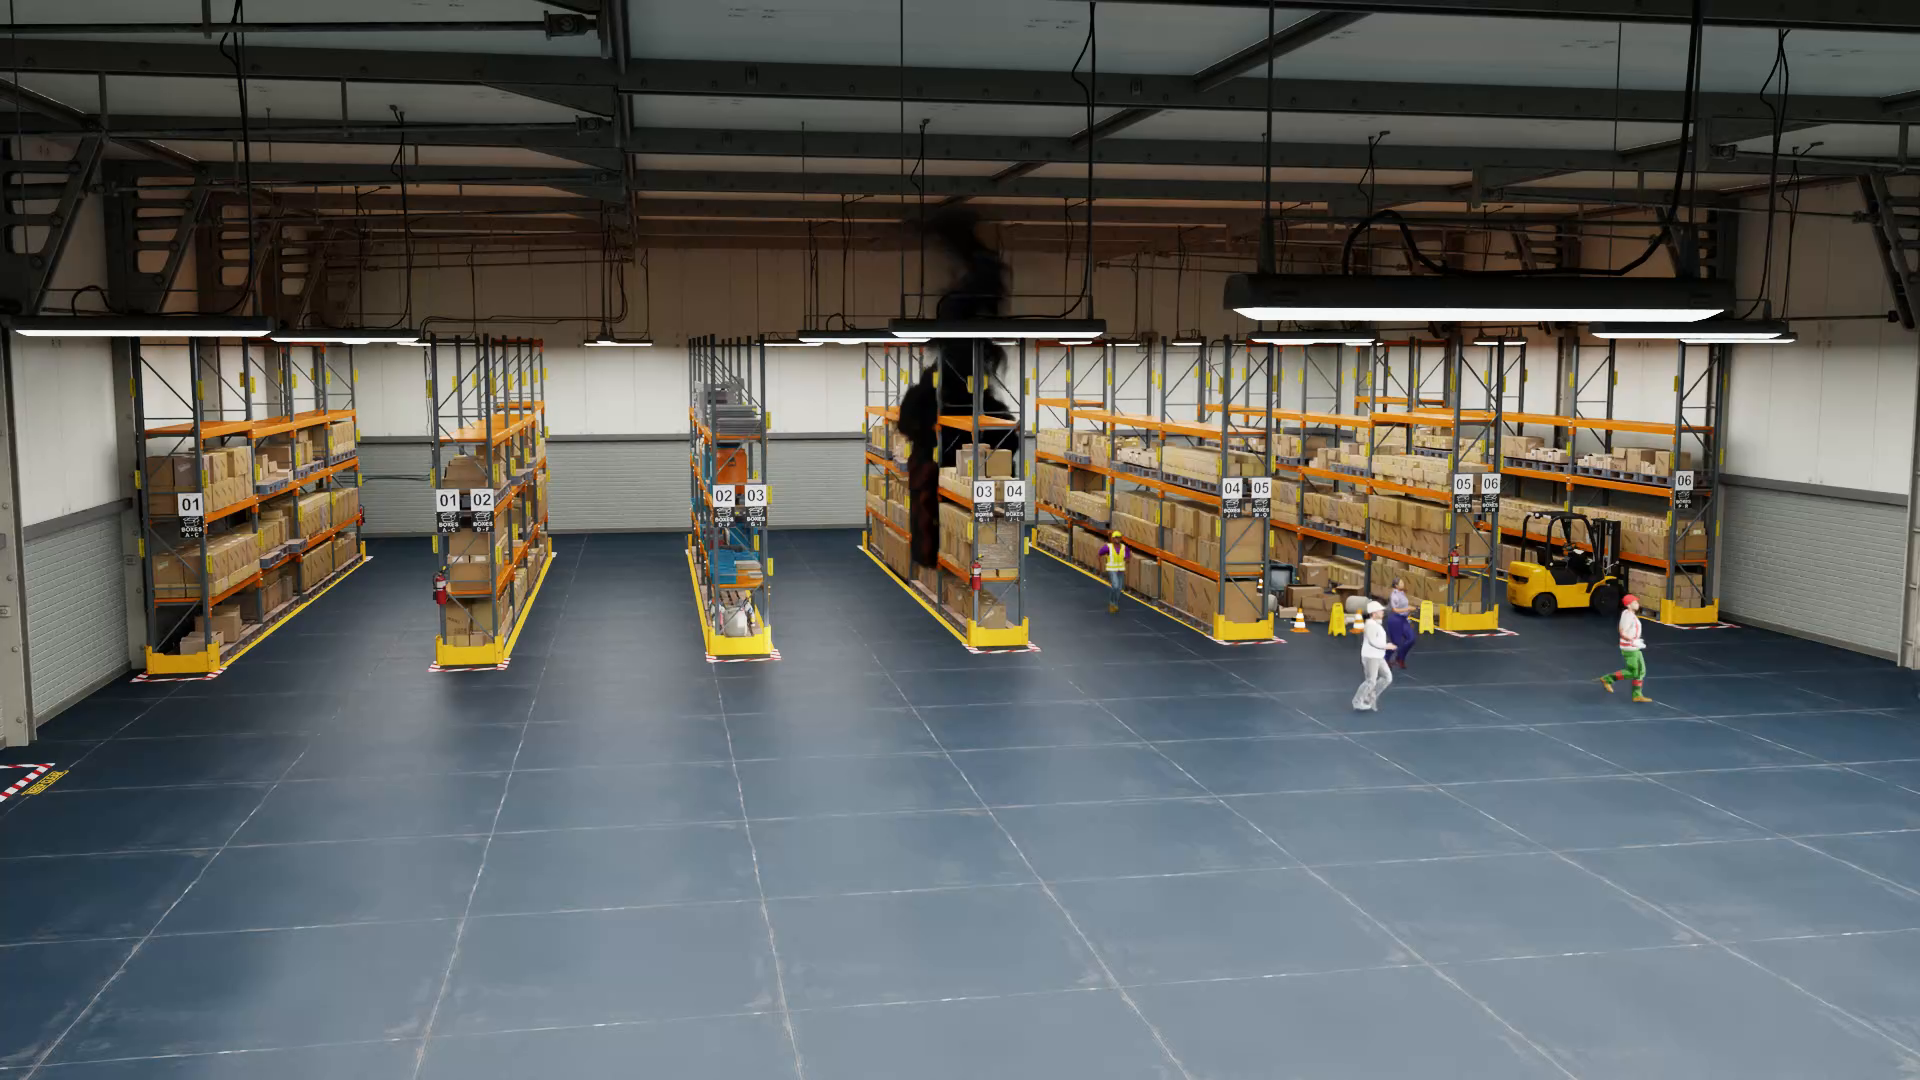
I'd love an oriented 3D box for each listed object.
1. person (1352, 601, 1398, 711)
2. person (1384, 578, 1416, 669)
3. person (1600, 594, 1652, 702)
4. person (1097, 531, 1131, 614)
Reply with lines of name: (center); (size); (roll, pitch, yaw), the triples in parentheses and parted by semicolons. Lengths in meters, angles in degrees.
person: (6.567, 1.856, 26.264); (0.692, 1.793, 0.678); (3, 7, 24)
person: (7.884, 1.519, 29.826); (0.660, 1.663, 0.583); (4, 8, 32)
person: (10.864, 1.755, 27.039); (0.806, 1.756, 0.674); (3, 7, 27)
person: (3.399, 0.708, 36.204); (0.670, 1.801, 0.728); (-2, 7, -18)
